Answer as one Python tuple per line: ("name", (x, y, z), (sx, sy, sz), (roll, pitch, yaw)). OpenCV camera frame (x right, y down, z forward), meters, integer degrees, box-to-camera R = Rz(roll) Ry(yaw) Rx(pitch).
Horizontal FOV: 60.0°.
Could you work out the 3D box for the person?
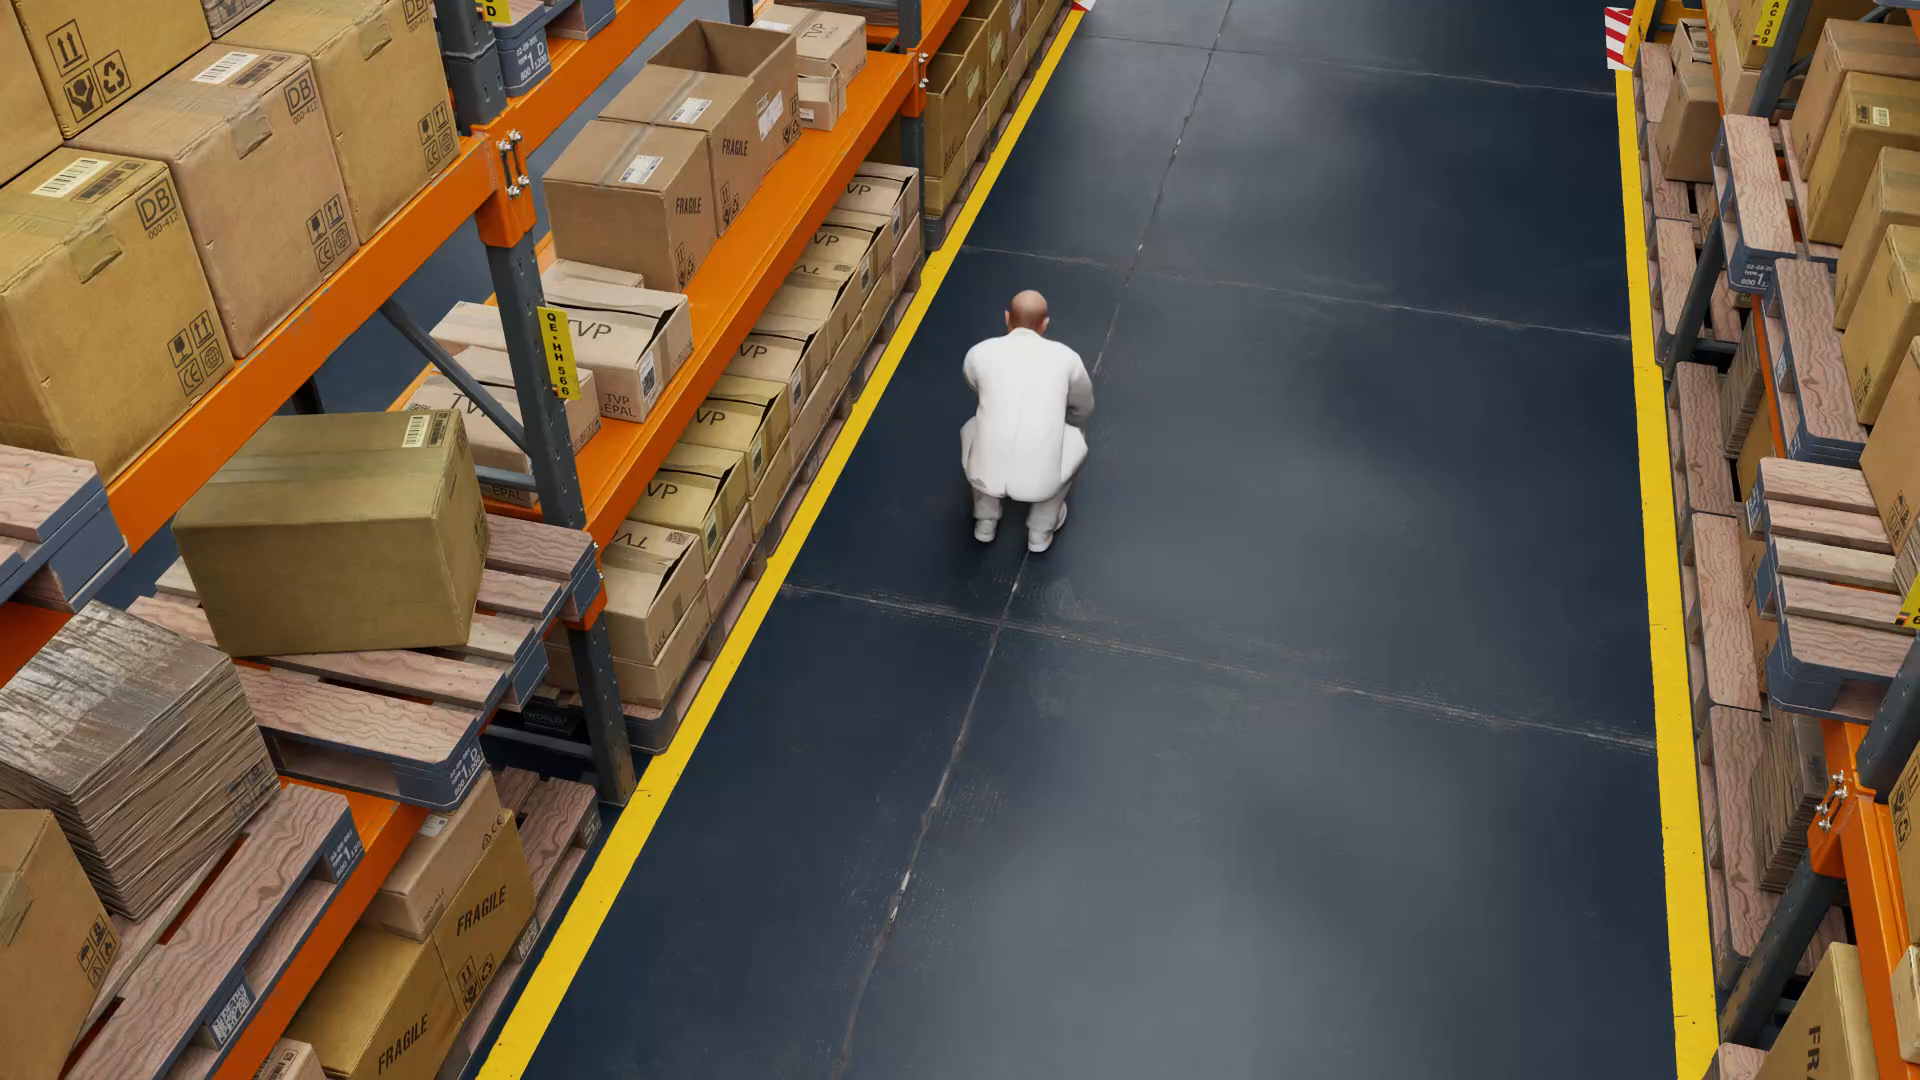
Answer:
("person", (0.291, -0.547, 7.417), (0.605, 0.995, 0.906), (10, 41, 11))
